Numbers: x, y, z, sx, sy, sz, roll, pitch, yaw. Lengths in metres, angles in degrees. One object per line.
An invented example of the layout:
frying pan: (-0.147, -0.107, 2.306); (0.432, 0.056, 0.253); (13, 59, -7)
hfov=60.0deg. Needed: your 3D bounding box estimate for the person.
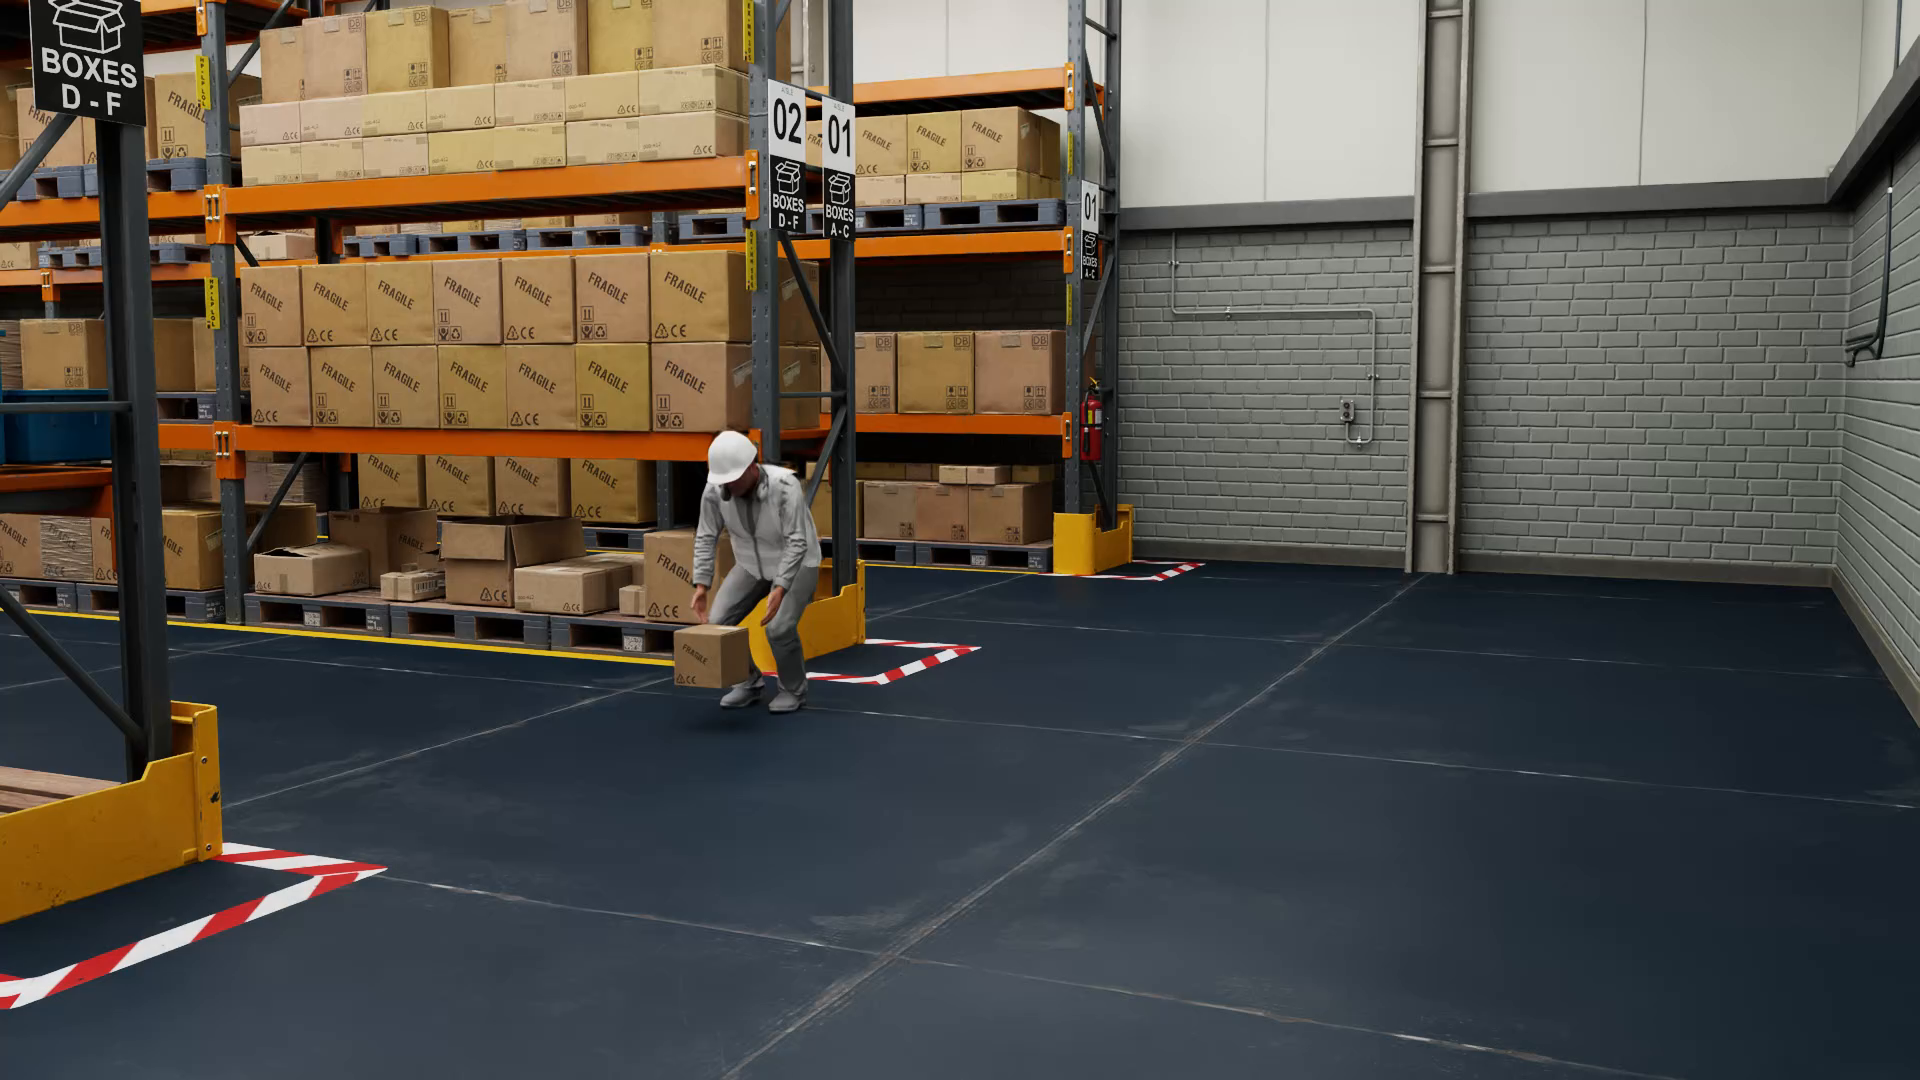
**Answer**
person: (-0.954, 0.149, 8.004); (0.590, 1.363, 0.797); (2, 6, 24)
